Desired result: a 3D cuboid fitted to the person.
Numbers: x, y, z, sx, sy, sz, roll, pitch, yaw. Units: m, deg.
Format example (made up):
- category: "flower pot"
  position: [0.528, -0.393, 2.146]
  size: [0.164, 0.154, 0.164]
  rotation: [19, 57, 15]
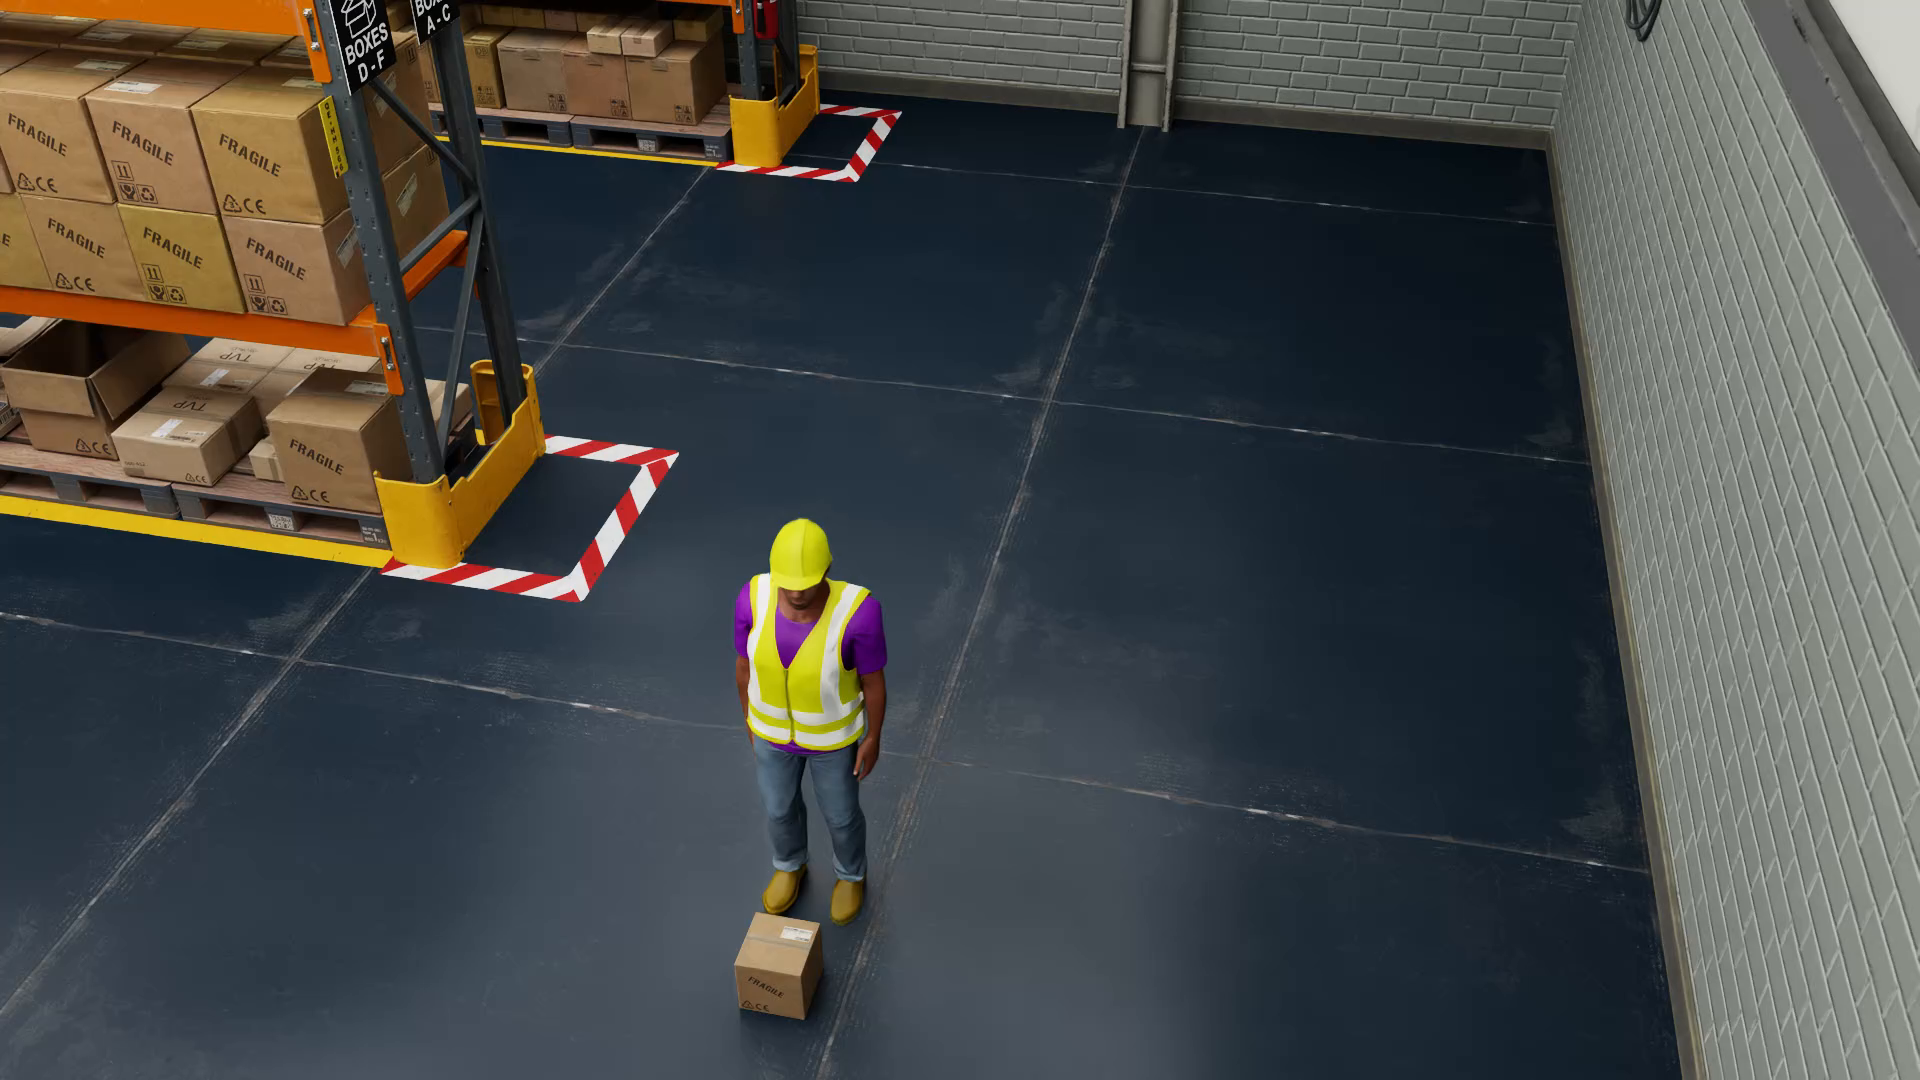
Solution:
- category: "person"
  position: [-0.540, 0.677, 6.039]
  size: [0.565, 1.773, 0.369]
  rotation: [8, 37, 11]
